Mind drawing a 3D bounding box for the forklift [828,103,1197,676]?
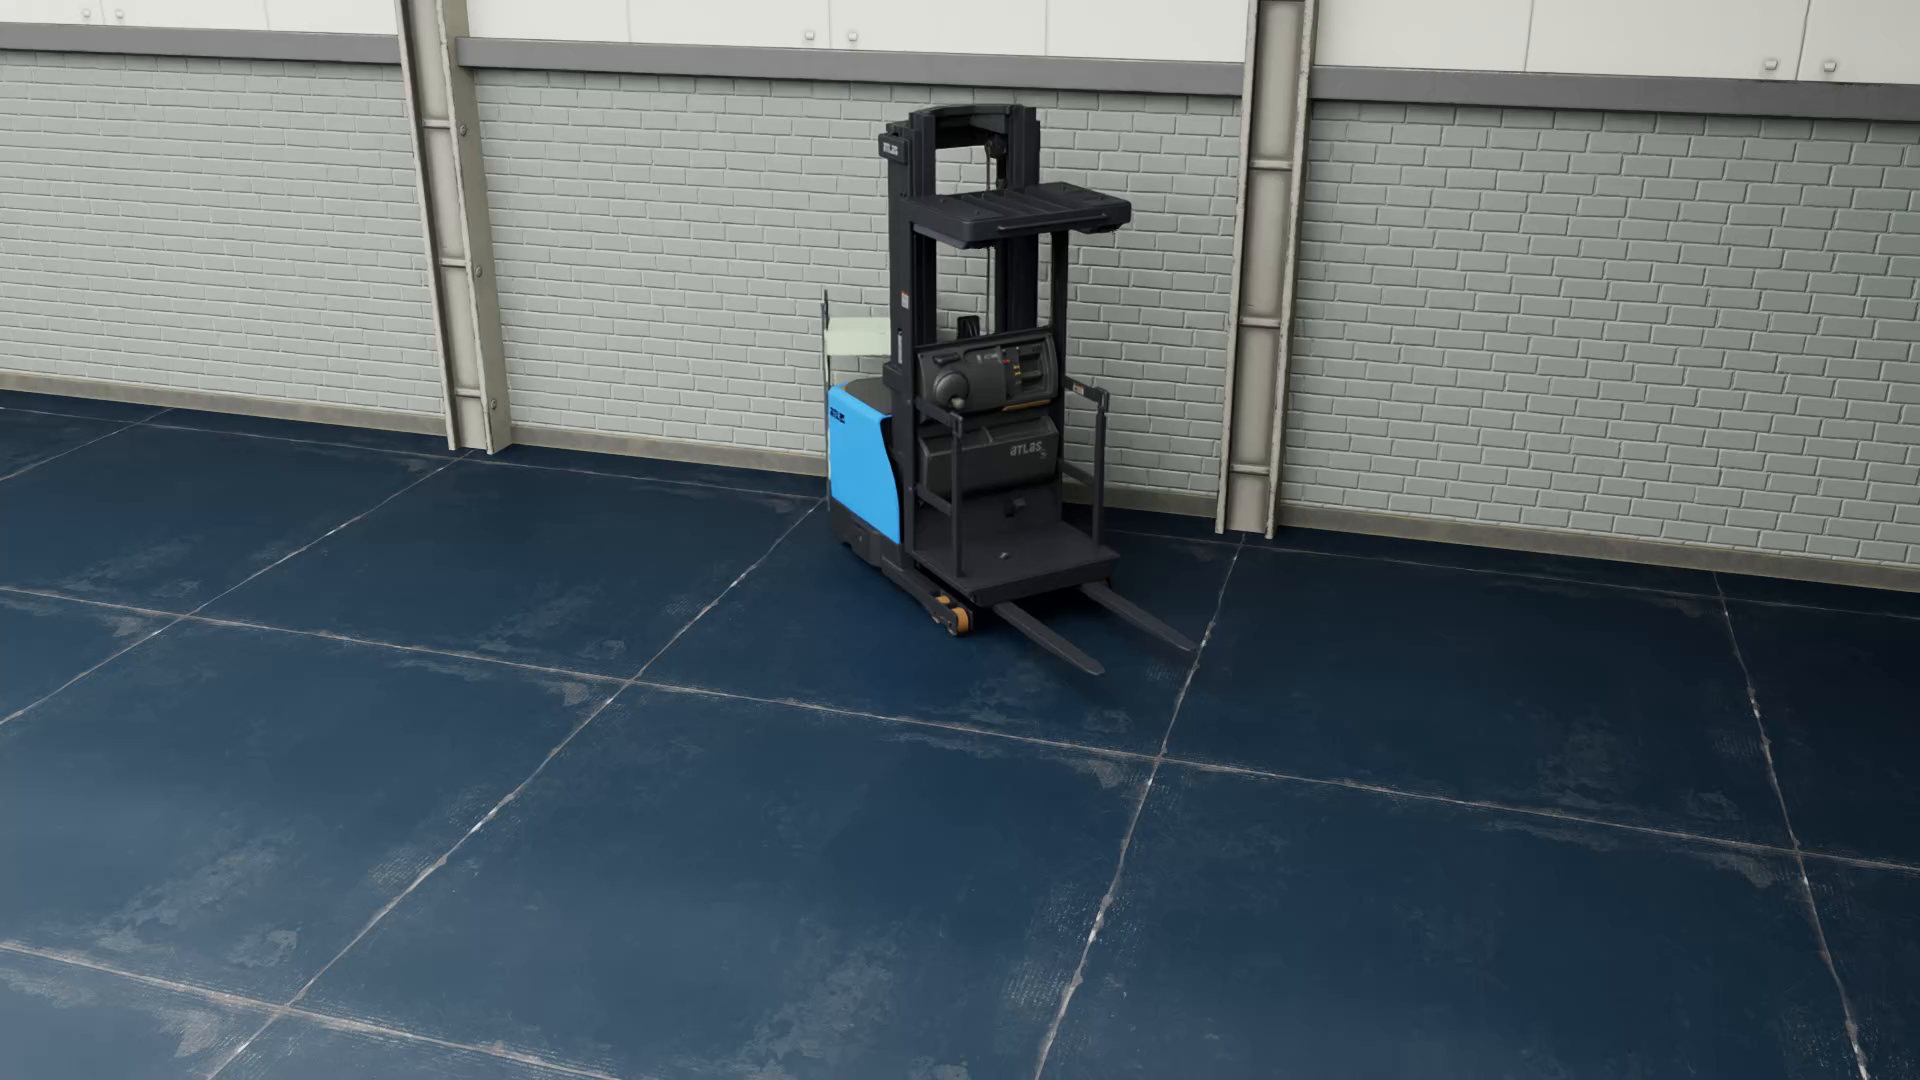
[{"bbox_3d":[0.281,-0.987,9.814,1.130,2.935,3.031,-12,25,-27],"label":"forklift"}]

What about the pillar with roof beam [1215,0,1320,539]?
[{"bbox_3d":[0.737,-2.684,5.955,0.400,9.000,9.100,7,23,16],"label":"pillar with roof beam"}]

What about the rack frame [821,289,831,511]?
[{"bbox_3d":[-0.929,-0.974,11.667,0.023,1.500,0.400,0,22,-1],"label":"rack frame"}]

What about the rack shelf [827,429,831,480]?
[{"bbox_3d":[-0.563,-0.674,11.796,0.720,0.370,0.431,0,22,-1],"label":"rack shelf"}]

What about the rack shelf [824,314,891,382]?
[{"bbox_3d":[-0.563,-1.337,11.524,0.720,0.370,0.431,0,22,-1],"label":"rack shelf"}]

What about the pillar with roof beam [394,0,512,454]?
[{"bbox_3d":[-5.007,-3.341,7.558,0.400,9.000,9.100,7,23,16],"label":"pillar with roof beam"}]

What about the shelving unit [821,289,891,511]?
[{"bbox_3d":[-0.563,-0.976,11.672,0.755,1.500,0.431,0,22,-1],"label":"shelving unit"}]
